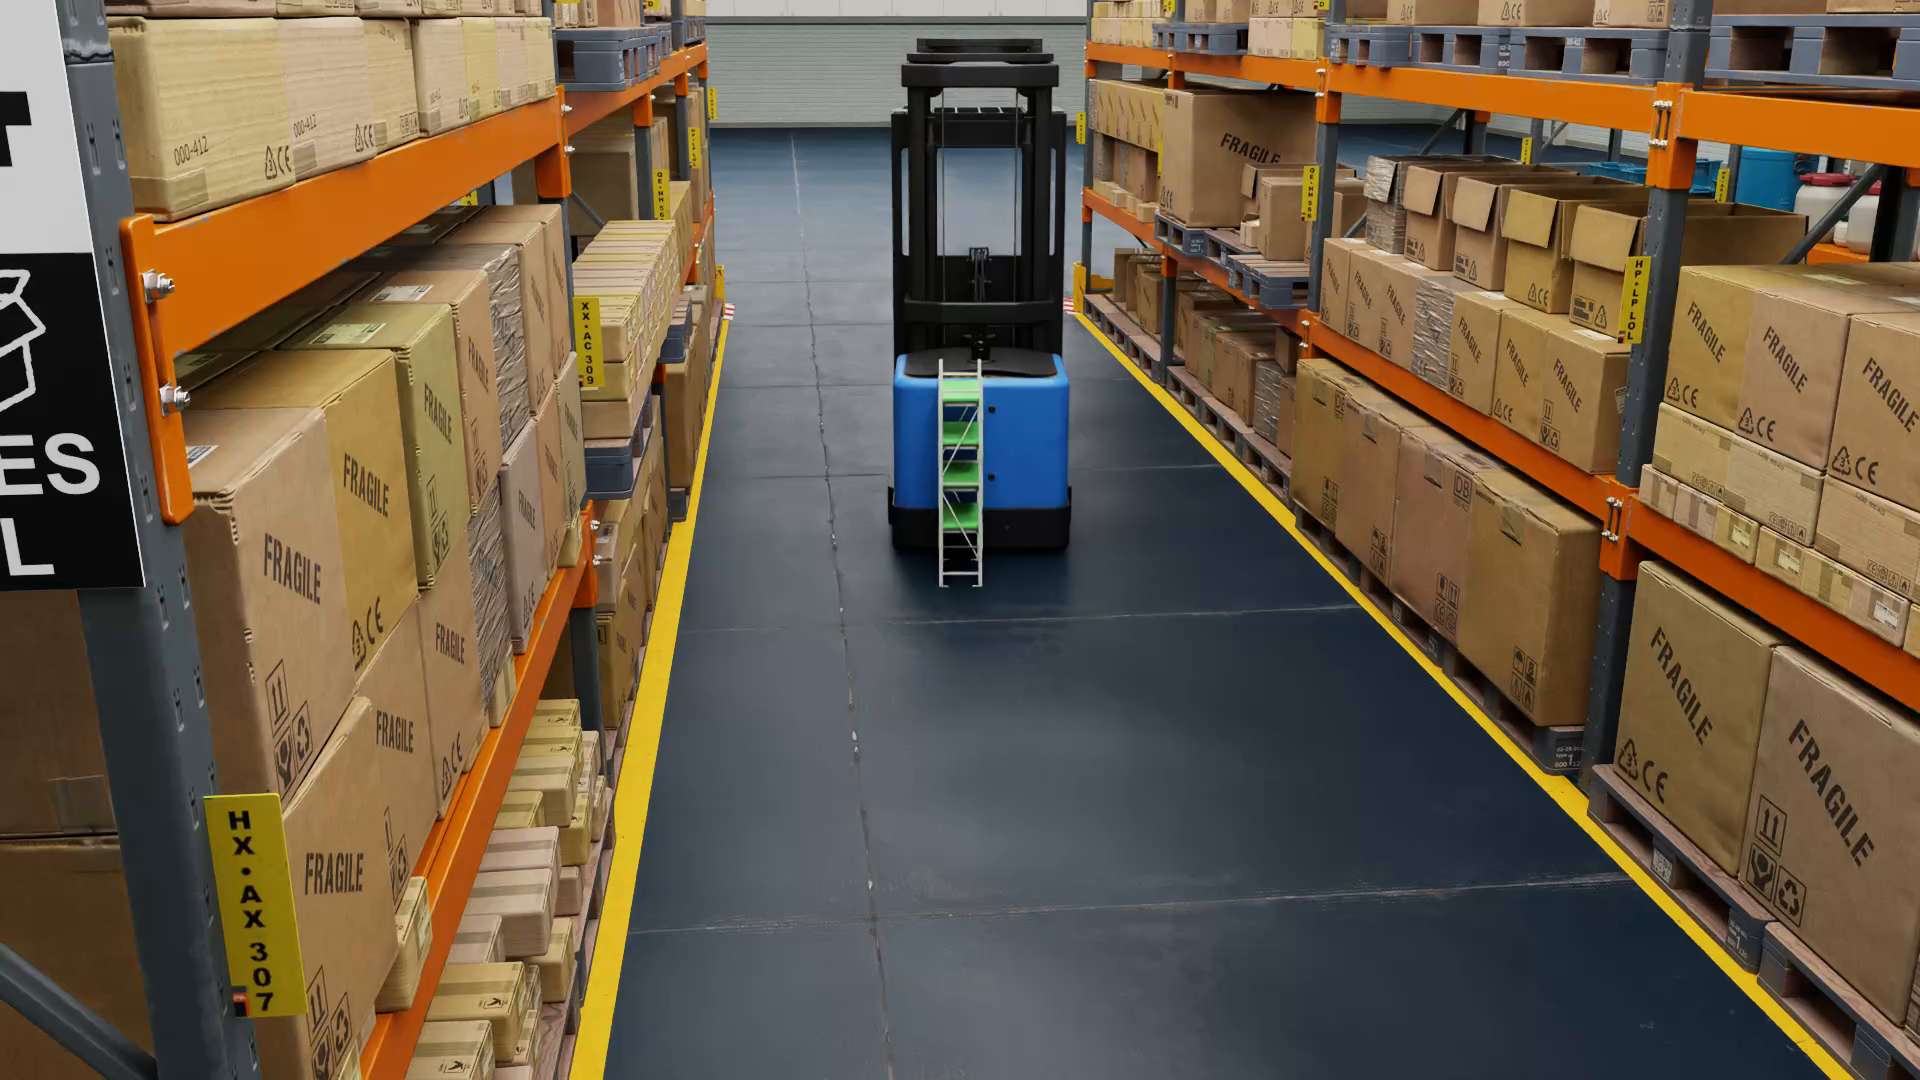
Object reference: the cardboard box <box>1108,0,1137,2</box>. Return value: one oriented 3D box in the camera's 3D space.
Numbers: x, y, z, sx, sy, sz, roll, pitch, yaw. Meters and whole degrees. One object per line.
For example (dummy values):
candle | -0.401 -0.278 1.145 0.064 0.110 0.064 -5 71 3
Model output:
cardboard box | 1.712 -5.385 15.817 0.500 0.500 0.500 -2 18 -6

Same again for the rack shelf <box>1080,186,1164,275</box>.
rack shelf | 2.033 -3.038 16.046 1.077 0.370 4.000 -2 18 -6

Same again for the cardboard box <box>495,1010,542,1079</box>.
cardboard box | -1.375 1.447 4.620 0.380 0.149 0.250 -2 18 -6

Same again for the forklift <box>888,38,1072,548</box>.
forklift | 0.114 -1.737 10.817 1.130 2.935 3.031 0 17 0

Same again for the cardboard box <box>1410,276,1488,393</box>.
cardboard box | 2.593 -1.033 8.292 0.500 0.500 0.500 -2 18 -5

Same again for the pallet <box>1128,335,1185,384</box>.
pallet | 2.135 -1.654 15.092 1.003 0.211 1.213 -2 18 -6

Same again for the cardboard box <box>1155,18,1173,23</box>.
cardboard box | 1.933 -4.272 14.021 0.500 0.250 0.500 -1 17 -4

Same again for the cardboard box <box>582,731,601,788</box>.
cardboard box | -1.530 0.823 6.108 0.380 0.149 0.250 -1 17 -5

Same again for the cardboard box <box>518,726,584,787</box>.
cardboard box | -1.518 0.770 5.781 0.380 0.149 0.250 -2 17 -5

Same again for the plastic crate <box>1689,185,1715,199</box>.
plastic crate | 6.782 -3.188 15.574 0.499 0.251 0.616 -2 18 -6

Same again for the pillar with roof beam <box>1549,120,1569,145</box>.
pillar with roof beam | 10.783 -14.134 40.173 9.100 9.000 0.400 -2 18 -6

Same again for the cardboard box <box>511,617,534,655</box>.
cardboard box | -1.454 0.232 4.851 0.380 0.149 0.250 -3 18 -8

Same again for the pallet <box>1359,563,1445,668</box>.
pallet | 2.781 0.337 8.751 1.003 0.211 1.213 -2 18 -6

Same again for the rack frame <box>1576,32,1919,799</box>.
rack frame | 3.065 -0.402 6.448 1.000 3.000 0.127 -2 18 -6

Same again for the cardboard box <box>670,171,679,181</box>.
cardboard box | -2.754 -2.843 13.975 0.875 0.550 0.550 -2 18 -6

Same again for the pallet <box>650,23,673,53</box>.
pallet | -2.561 -3.730 12.362 0.805 0.209 1.217 -2 18 -8

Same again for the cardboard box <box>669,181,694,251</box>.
cardboard box | -2.384 -2.562 13.164 0.500 0.500 0.500 -2 18 -6

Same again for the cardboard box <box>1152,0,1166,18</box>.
cardboard box | 1.870 -4.577 14.326 0.380 0.149 0.250 -3 18 -8

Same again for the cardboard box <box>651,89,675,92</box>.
cardboard box | -3.046 -3.997 15.846 0.875 0.550 0.550 -2 18 -6

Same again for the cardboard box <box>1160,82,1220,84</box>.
cardboard box | 2.236 -4.189 16.181 0.500 0.500 0.500 -2 18 -6

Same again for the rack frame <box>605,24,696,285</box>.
rack frame | -2.704 -2.662 13.648 1.000 3.000 0.127 -2 18 -6

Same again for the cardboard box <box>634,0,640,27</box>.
cardboard box | -1.980 -2.787 8.871 0.500 0.500 0.500 -2 18 -6

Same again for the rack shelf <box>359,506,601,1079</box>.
rack shelf | -1.673 0.661 4.266 1.077 0.370 4.000 -2 18 -6

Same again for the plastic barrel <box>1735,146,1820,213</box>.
plastic barrel | 6.905 -3.053 14.056 0.600 0.901 0.708 -2 18 -6

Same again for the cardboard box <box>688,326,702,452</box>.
cardboard box | -2.359 -1.042 11.542 1.050 0.750 0.750 -2 17 -5

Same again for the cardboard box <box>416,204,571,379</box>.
cardboard box | -1.562 -0.813 5.428 0.500 0.500 0.500 -2 18 -8

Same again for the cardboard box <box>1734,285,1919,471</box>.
cardboard box | 2.903 -0.532 5.366 0.500 0.500 0.500 -2 18 -6

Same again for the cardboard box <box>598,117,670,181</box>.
cardboard box | -2.647 -3.039 13.013 0.700 0.500 0.500 -2 18 -7

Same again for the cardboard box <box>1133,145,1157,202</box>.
cardboard box | 2.086 -3.407 15.357 0.875 0.500 0.500 -2 18 -6

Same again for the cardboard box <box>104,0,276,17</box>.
cardboard box | -1.254 -0.827 2.210 0.500 0.250 0.500 -1 17 -5

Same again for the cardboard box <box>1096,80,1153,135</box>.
cardboard box | 1.657 -4.322 16.603 0.500 0.500 0.500 -2 18 -6

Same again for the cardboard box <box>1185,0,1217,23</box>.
cardboard box | 2.190 -4.323 13.057 0.797 0.503 0.637 -3 18 -8

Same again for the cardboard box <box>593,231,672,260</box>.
cardboard box | -1.734 -1.550 8.831 0.380 0.149 0.250 -1 17 -4

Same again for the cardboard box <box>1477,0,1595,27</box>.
cardboard box | 2.884 -2.666 7.780 0.797 0.503 0.637 -2 18 -6

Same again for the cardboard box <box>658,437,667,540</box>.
cardboard box | -1.964 -0.290 9.565 0.500 0.500 0.500 -2 18 -6

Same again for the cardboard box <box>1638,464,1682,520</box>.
cardboard box | 2.764 -0.183 6.173 0.380 0.149 0.250 -2 18 -6

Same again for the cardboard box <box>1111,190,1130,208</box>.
cardboard box | 1.678 -3.315 16.147 0.380 0.149 0.250 -2 18 -6

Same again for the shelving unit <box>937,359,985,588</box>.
shelving unit | 0.002 -0.380 9.384 0.258 1.200 0.503 0 17 0

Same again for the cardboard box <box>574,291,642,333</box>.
cardboard box | -1.521 -0.934 6.869 0.380 0.149 0.250 -2 18 -5

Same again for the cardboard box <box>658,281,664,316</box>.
cardboard box | -1.653 -1.175 8.135 0.380 0.149 0.250 -1 17 -4

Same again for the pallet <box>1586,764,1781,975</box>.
pallet | 3.065 1.158 6.137 1.003 0.211 1.213 -2 18 -6

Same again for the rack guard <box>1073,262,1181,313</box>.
rack guard | 1.835 -2.762 18.139 1.175 0.500 0.348 -2 18 -6

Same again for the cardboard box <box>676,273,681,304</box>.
cardboard box | -1.784 -1.418 9.404 0.380 0.149 0.250 -1 17 -5

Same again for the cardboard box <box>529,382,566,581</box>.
cardboard box | -1.496 -0.178 5.073 0.500 0.500 0.500 -2 18 -7

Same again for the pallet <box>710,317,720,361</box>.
pallet | -2.834 -1.925 15.956 1.003 0.211 1.213 -2 18 -6

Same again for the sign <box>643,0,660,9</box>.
sign | -1.752 -3.164 9.377 0.100 0.325 0.005 -2 18 -6

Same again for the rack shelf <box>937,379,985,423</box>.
rack shelf | 0.002 -0.777 9.259 0.258 0.148 0.480 0 17 0

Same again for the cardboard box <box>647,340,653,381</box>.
cardboard box | -1.570 -0.798 7.430 0.380 0.149 0.250 -3 18 -8

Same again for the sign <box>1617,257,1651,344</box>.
sign | 2.526 -0.897 6.224 0.100 0.325 0.005 -2 18 -6

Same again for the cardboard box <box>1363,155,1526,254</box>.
cardboard box | 2.712 -1.901 9.384 0.797 0.503 0.637 -1 17 -4

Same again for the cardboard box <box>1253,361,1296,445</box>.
cardboard box | 2.493 -0.975 11.712 0.700 0.500 0.500 -3 18 -10
